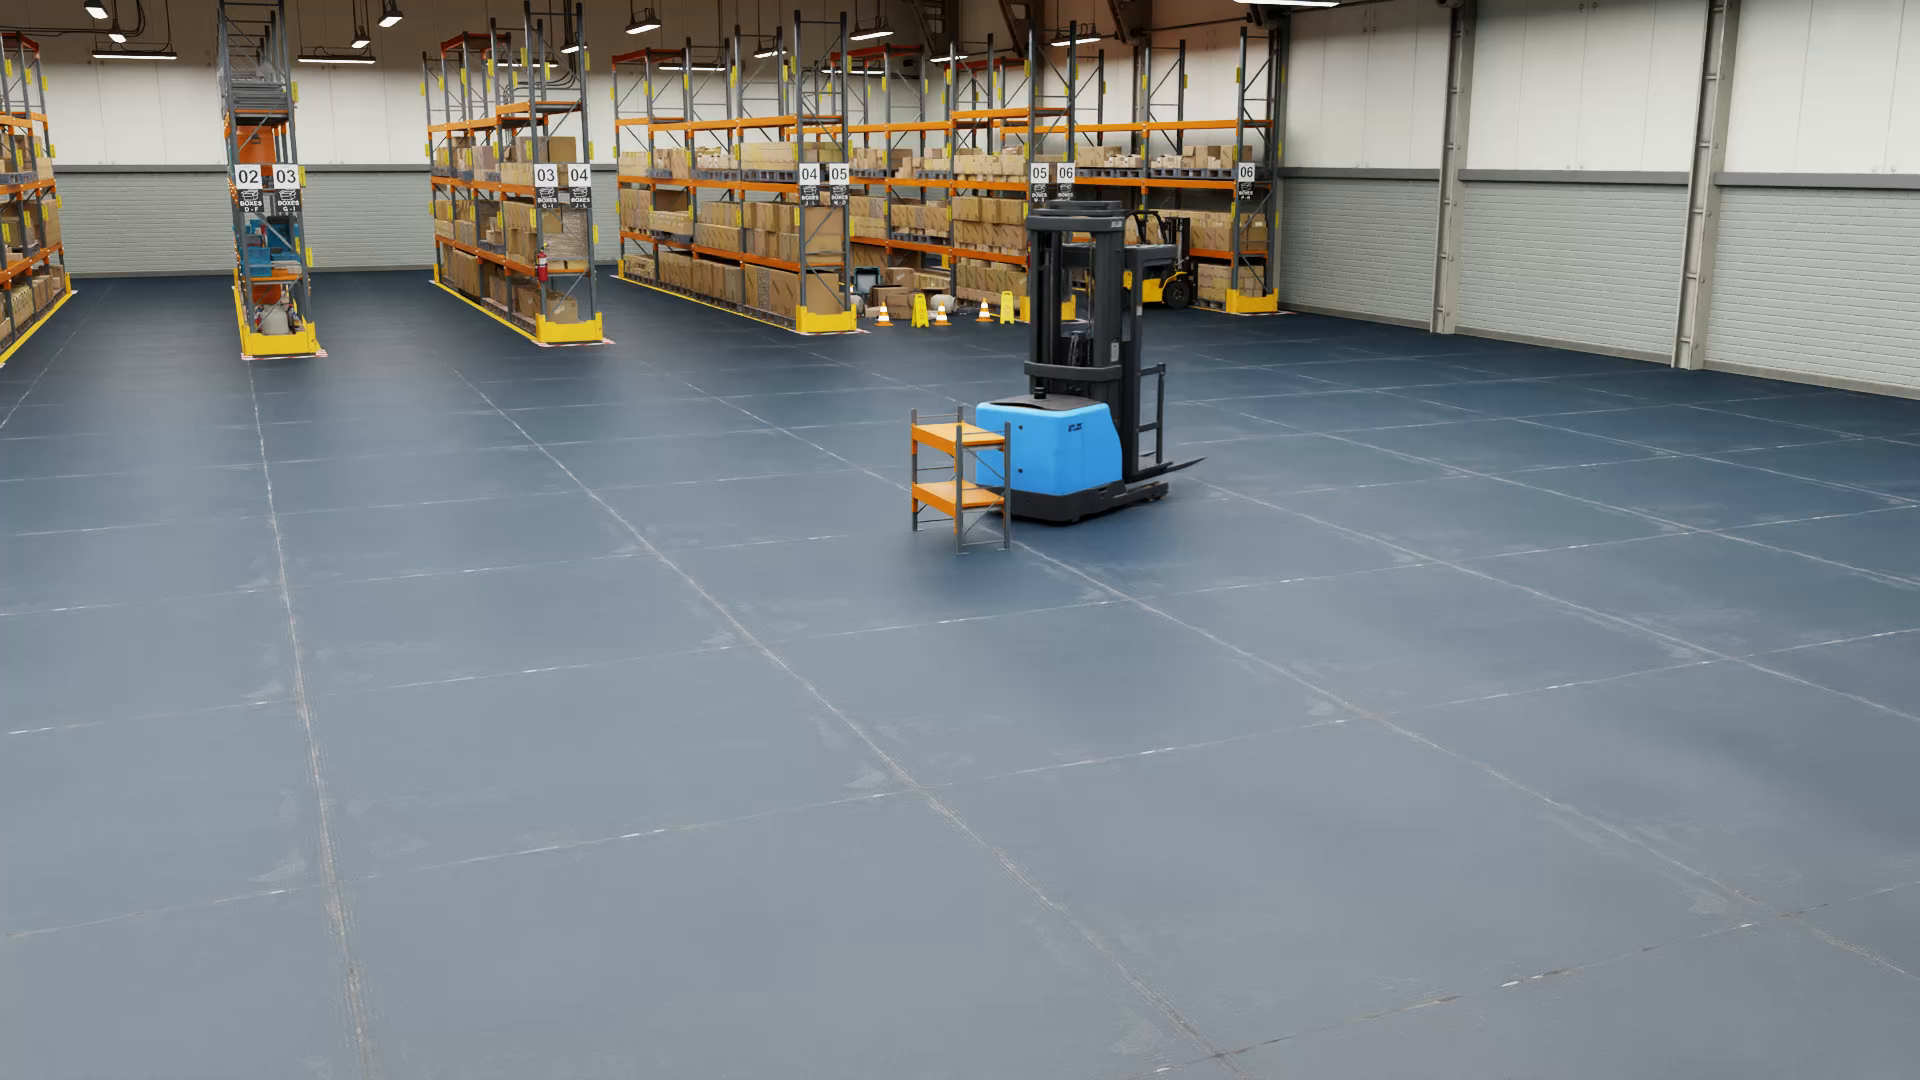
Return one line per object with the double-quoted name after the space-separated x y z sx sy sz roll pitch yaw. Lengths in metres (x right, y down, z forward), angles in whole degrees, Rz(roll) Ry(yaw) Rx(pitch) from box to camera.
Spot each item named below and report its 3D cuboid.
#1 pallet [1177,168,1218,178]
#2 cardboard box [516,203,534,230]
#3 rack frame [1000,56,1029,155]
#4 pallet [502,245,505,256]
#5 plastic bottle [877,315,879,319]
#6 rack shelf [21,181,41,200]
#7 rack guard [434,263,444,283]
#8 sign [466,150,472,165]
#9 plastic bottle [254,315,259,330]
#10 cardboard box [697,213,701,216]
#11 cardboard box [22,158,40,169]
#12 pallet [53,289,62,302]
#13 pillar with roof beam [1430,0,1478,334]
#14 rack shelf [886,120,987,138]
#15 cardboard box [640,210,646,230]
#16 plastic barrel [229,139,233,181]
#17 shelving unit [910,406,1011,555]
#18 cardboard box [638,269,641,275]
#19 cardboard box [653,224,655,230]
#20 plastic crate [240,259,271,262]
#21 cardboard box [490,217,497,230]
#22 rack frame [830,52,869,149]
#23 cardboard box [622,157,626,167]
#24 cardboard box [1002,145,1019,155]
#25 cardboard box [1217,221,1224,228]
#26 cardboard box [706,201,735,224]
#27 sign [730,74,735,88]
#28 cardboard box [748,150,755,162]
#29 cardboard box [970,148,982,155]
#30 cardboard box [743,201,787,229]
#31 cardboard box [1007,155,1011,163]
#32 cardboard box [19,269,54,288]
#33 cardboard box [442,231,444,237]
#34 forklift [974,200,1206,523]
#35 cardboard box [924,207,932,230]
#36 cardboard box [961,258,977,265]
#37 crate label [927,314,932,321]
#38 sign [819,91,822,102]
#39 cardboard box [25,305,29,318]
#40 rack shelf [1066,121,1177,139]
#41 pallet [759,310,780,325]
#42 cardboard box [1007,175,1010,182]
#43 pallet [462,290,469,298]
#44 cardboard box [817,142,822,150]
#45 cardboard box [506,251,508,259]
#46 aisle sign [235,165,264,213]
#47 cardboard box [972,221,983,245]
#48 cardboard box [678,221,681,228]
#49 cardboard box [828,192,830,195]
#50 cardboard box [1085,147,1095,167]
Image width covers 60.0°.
5.659 -8.318 37.700 1.003 0.211 1.213 -6 14 -23 "pallet"
-8.258 -6.237 32.066 0.500 0.500 0.500 -6 14 -23 "cardboard box"
1.605 -11.901 46.332 1.000 3.000 0.127 -6 14 -23 "rack frame"
-8.990 -6.058 34.819 1.003 0.211 1.213 -6 14 -23 "pallet"
-1.659 -4.697 35.029 0.133 0.061 0.283 -12 18 -42 "plastic bottle"
-20.299 -7.437 35.295 1.077 0.370 4.000 -6 14 -23 "rack shelf"
-13.634 -7.247 45.074 1.175 0.500 0.348 -6 14 -23 "rack guard"
-10.932 -8.511 37.015 0.100 0.325 0.005 -6 14 -23 "sign"
-12.967 -3.989 30.517 0.152 0.276 0.135 -6 14 -23 "plastic bottle"
-6.262 -7.936 40.814 0.380 0.149 0.250 -5 14 -20 "cardboard box"
-21.068 -8.494 37.491 0.500 0.250 0.500 -6 14 -23 "cardboard box"
-21.867 -5.775 39.356 1.003 0.211 1.213 -6 14 -23 "pallet"
5.417 -8.018 29.557 9.100 9.000 0.548 -6 14 -23 "pillar with roof beam"
-0.539 -9.667 39.161 1.077 0.370 4.000 -6 14 -23 "rack shelf"
-8.097 -8.436 43.786 0.500 0.500 0.500 -6 14 -25 "cardboard box"
-14.020 -7.460 32.684 0.600 0.901 0.600 0 13 0 "plastic barrel"
-0.003 -0.549 14.749 0.538 1.125 1.048 -6 14 -23 "shelving unit"
-8.491 -7.247 44.922 0.380 0.149 0.250 -6 14 -23 "cardboard box"
-7.584 -7.963 42.250 0.380 0.149 0.250 -5 14 -22 "cardboard box"
-12.483 -4.846 29.484 0.499 0.251 0.408 -6 14 -23 "plastic crate"
-10.167 -6.953 37.104 0.500 0.500 0.500 -8 15 -30 "cardboard box"
-2.942 -11.451 44.391 1.000 3.000 0.127 -6 14 -23 "rack frame"
-8.892 -10.297 45.280 0.500 0.250 0.500 -6 14 -24 "cardboard box"
1.405 -10.823 46.154 0.396 0.266 0.258 -6 14 -24 "cardboard box"
5.886 -6.960 36.628 0.380 0.149 0.250 -5 14 -22 "cardboard box"
-5.460 -7.572 38.495 0.700 0.500 0.500 -6 14 -24 "cardboard box"
-5.328 -10.740 38.895 0.100 0.325 0.005 -6 14 -23 "sign"
-4.090 -7.964 34.495 0.500 0.250 0.500 -6 14 -23 "cardboard box"
0.187 -8.971 38.620 0.500 0.250 0.500 -6 14 -24 "cardboard box"
-4.116 -6.928 35.423 0.875 0.550 0.550 -6 14 -23 "cardboard box"
1.217 -7.985 34.855 0.380 0.149 0.250 -6 14 -23 "cardboard box"
-21.858 -6.125 39.244 0.797 0.503 0.637 -6 14 -23 "cardboard box"
-13.167 -7.917 42.981 0.380 0.149 0.250 -6 14 -24 "cardboard box"
1.430 -1.864 16.424 1.130 2.935 3.031 10 16 36 "forklift"
-0.534 -7.558 39.062 0.500 0.500 0.500 -5 14 -21 "cardboard box"
0.247 -6.245 37.264 0.380 0.149 0.250 -5 14 -22 "cardboard box"
-0.742 -4.613 34.500 0.298 0.136 0.250 9 16 35 "crate label"
-4.041 -12.818 48.047 0.100 0.325 0.005 -6 14 -23 "sign"
-18.656 -4.481 32.746 0.500 0.250 0.500 -5 14 -22 "cardboard box"
4.008 -10.116 41.102 1.077 0.370 4.000 -6 14 -23 "rack shelf"
-3.507 -4.633 34.419 1.003 0.211 1.213 -6 14 -23 "pallet"
1.220 -7.602 34.967 0.380 0.149 0.250 -6 14 -23 "cardboard box"
-11.644 -6.122 40.855 1.003 0.211 1.213 -6 14 -23 "pallet"
-2.572 -7.712 32.521 0.380 0.149 0.250 -6 14 -23 "cardboard box"
-9.007 -5.787 33.778 0.380 0.149 0.250 -6 14 -23 "cardboard box"
-11.997 -5.932 28.082 0.394 0.787 0.004 -6 14 -23 "aisle sign"
0.595 -6.747 36.488 0.500 0.500 0.500 -6 14 -23 "cardboard box"
-6.558 -7.577 39.923 0.380 0.149 0.250 -5 14 -21 "cardboard box"
-3.357 -9.415 45.021 0.380 0.149 0.250 -6 14 -24 "cardboard box"
3.567 -9.648 41.876 0.700 0.500 0.500 -6 14 -24 "cardboard box"
